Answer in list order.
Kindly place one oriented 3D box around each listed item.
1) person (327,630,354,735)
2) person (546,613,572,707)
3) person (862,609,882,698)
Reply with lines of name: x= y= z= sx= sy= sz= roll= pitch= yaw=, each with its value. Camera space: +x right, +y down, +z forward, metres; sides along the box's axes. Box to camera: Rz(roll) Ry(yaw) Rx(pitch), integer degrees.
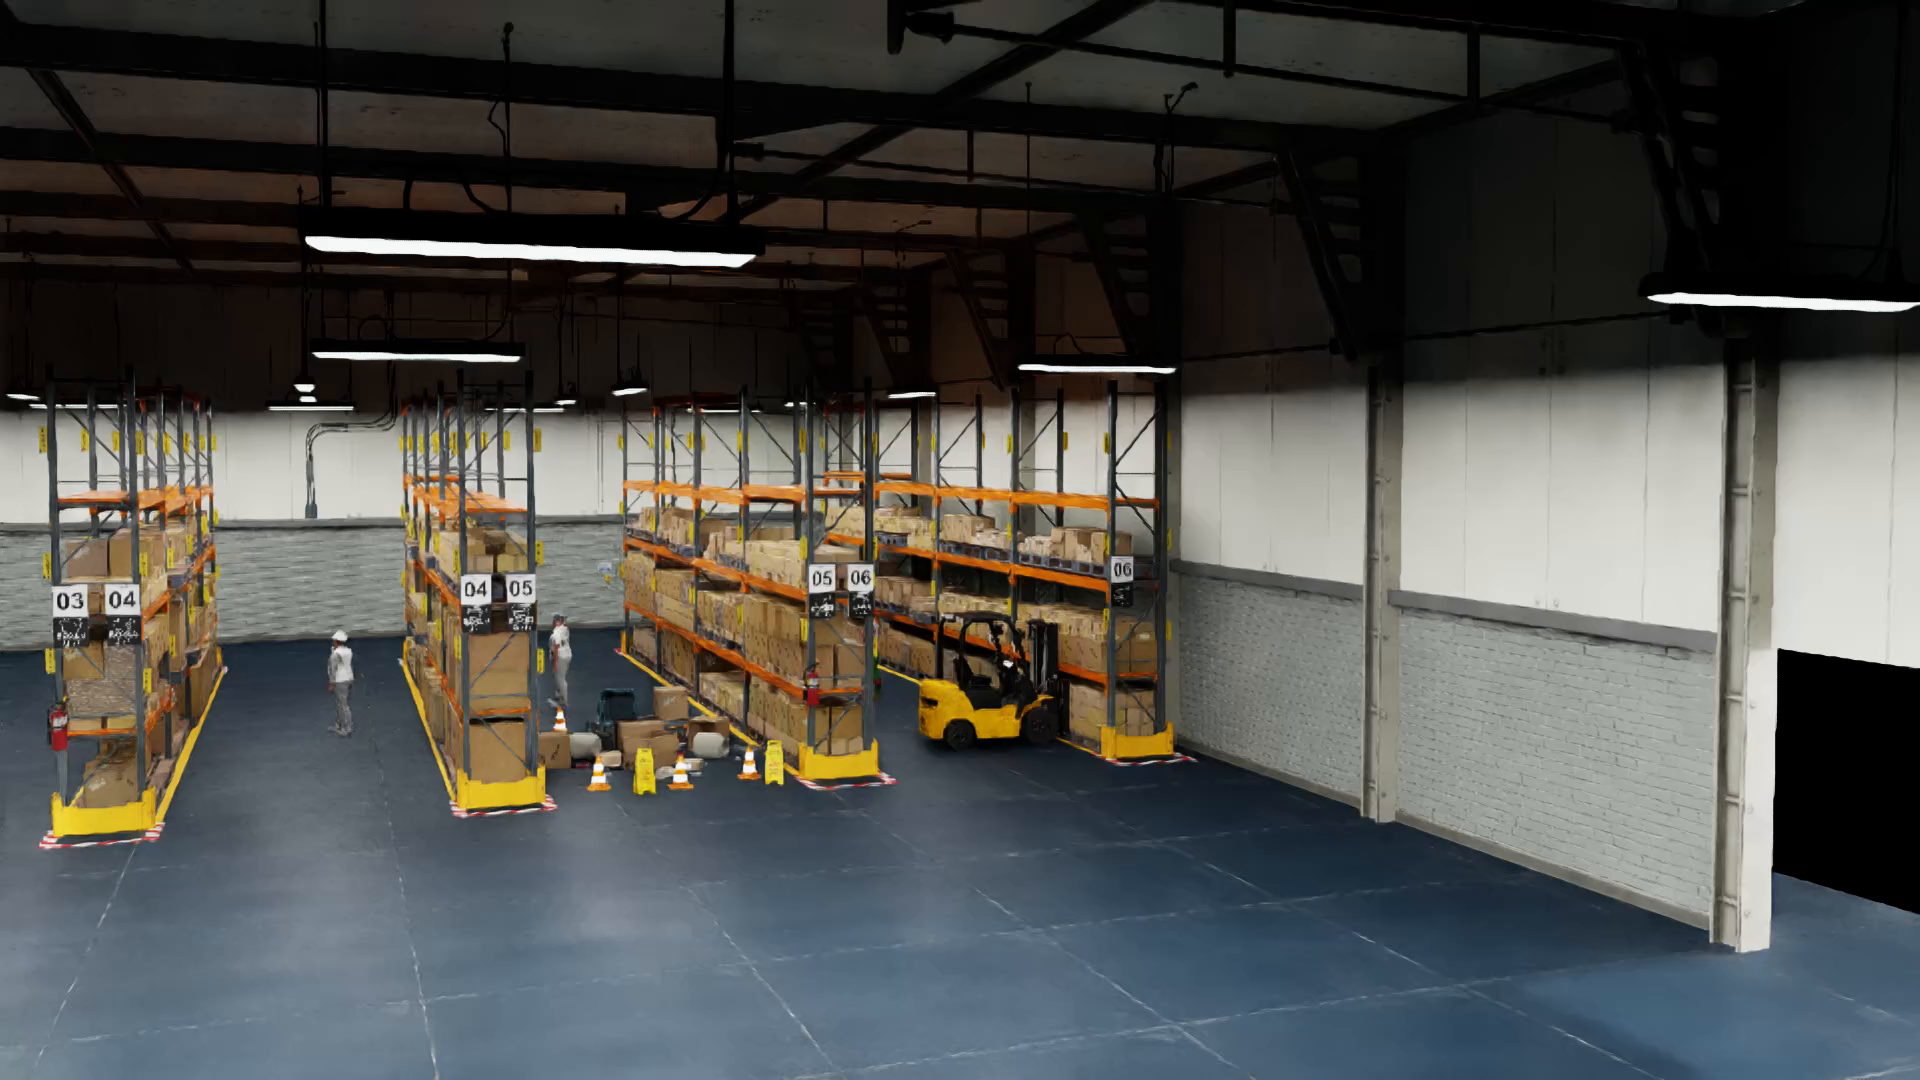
person: x=-10.660 y=2.434 z=28.554 sx=0.575 sy=1.768 sz=0.634 roll=0 pitch=3 yaw=6
person: x=-7.662 y=2.266 z=31.655 sx=0.501 sy=1.757 sz=0.588 roll=1 pitch=3 yaw=9
person: x=-1.799 y=2.182 z=32.712 sx=0.577 sy=1.785 sz=0.655 roll=0 pitch=3 yaw=5
